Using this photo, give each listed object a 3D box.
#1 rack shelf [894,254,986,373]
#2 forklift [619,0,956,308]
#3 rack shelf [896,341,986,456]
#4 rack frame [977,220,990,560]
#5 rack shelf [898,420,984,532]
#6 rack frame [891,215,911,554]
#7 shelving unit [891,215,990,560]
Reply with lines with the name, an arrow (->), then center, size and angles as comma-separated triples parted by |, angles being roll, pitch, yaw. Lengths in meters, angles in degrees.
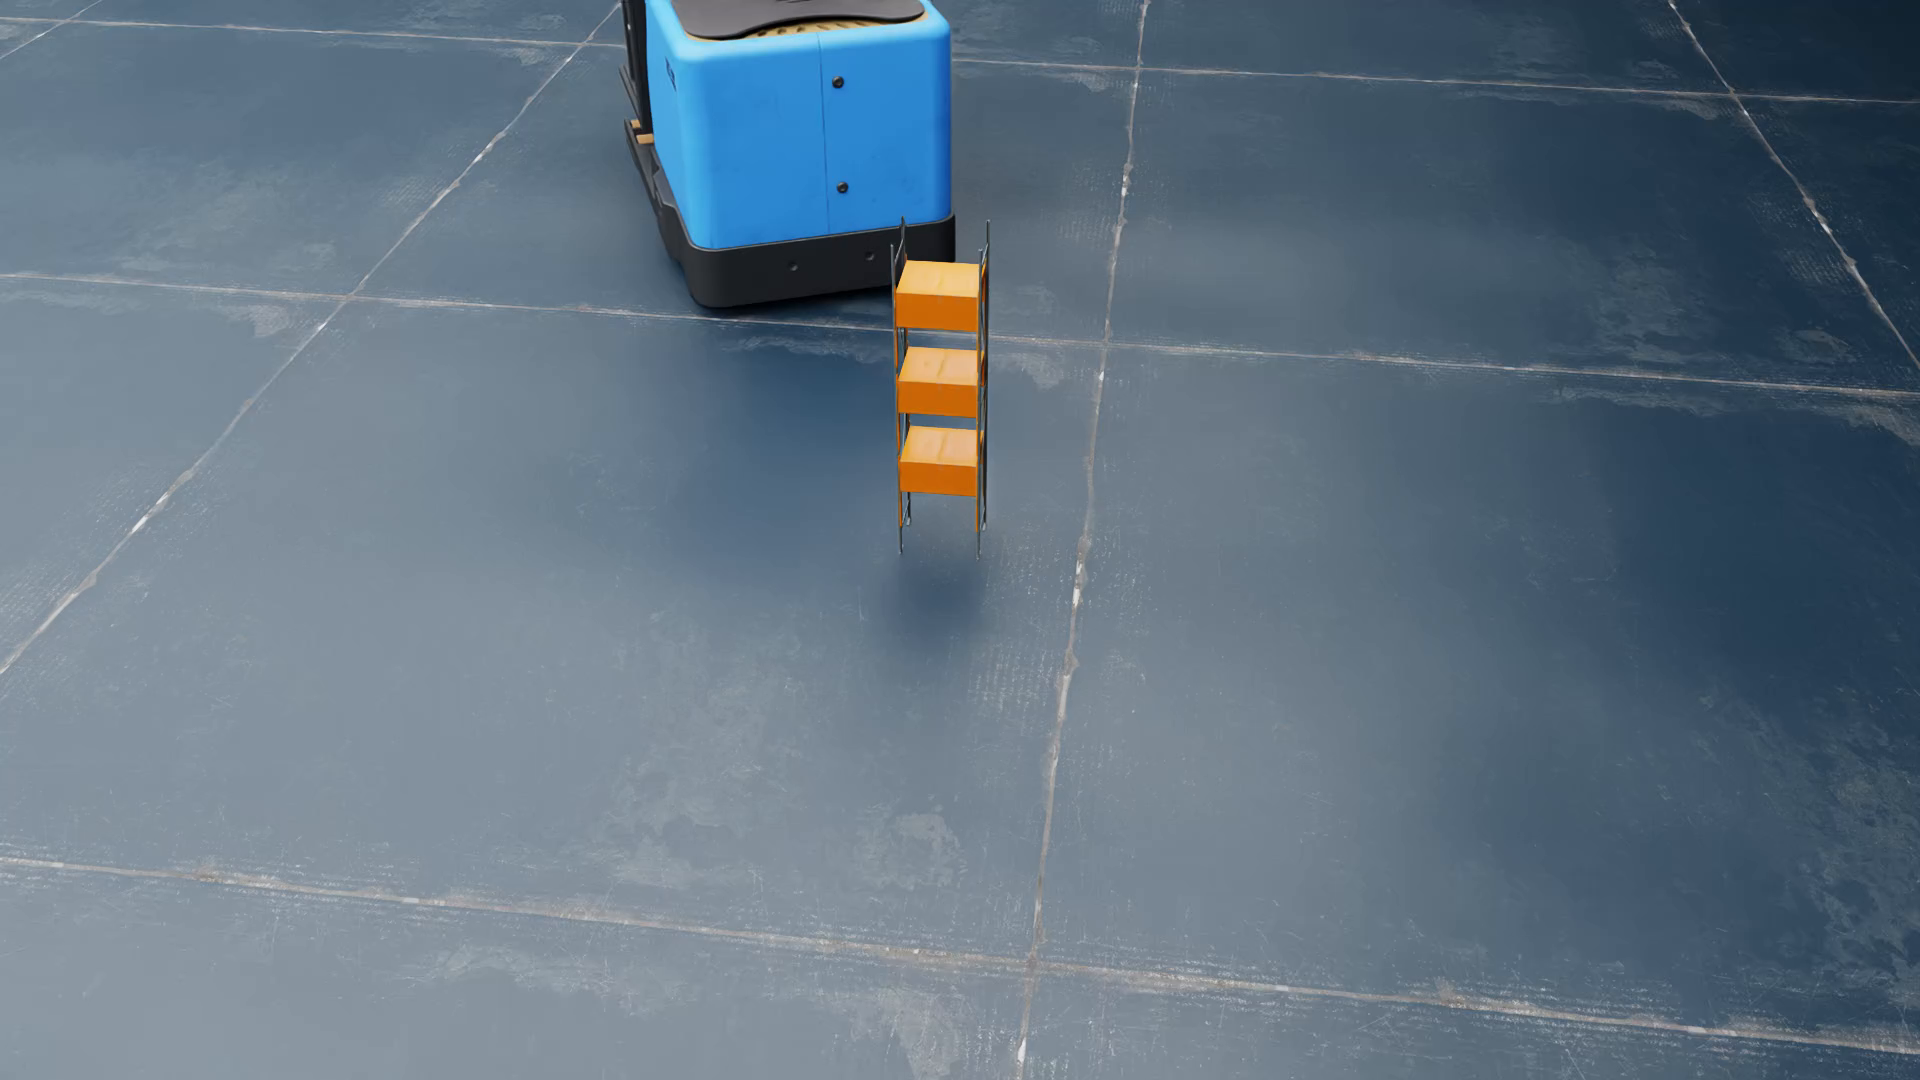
rack shelf -> -0.053, -0.654, 4.792 | 0.240, 0.259, 0.215 | 4, 36, 6
forklift -> -0.932, -2.939, 6.845 | 1.130, 2.935, 3.031 | -10, 37, -14
rack shelf -> -0.053, -0.423, 4.957 | 0.240, 0.259, 0.215 | 4, 36, 6
rack frame -> 0.068, -0.422, 4.938 | 0.008, 1.050, 0.200 | 4, 36, 6
rack shelf -> -0.053, -0.196, 5.118 | 0.240, 0.259, 0.215 | 4, 36, 6
rack frame -> -0.174, -0.440, 4.963 | 0.008, 1.050, 0.200 | 4, 36, 6
shelving unit -> -0.053, -0.431, 4.951 | 0.252, 1.050, 0.215 | 4, 36, 6
